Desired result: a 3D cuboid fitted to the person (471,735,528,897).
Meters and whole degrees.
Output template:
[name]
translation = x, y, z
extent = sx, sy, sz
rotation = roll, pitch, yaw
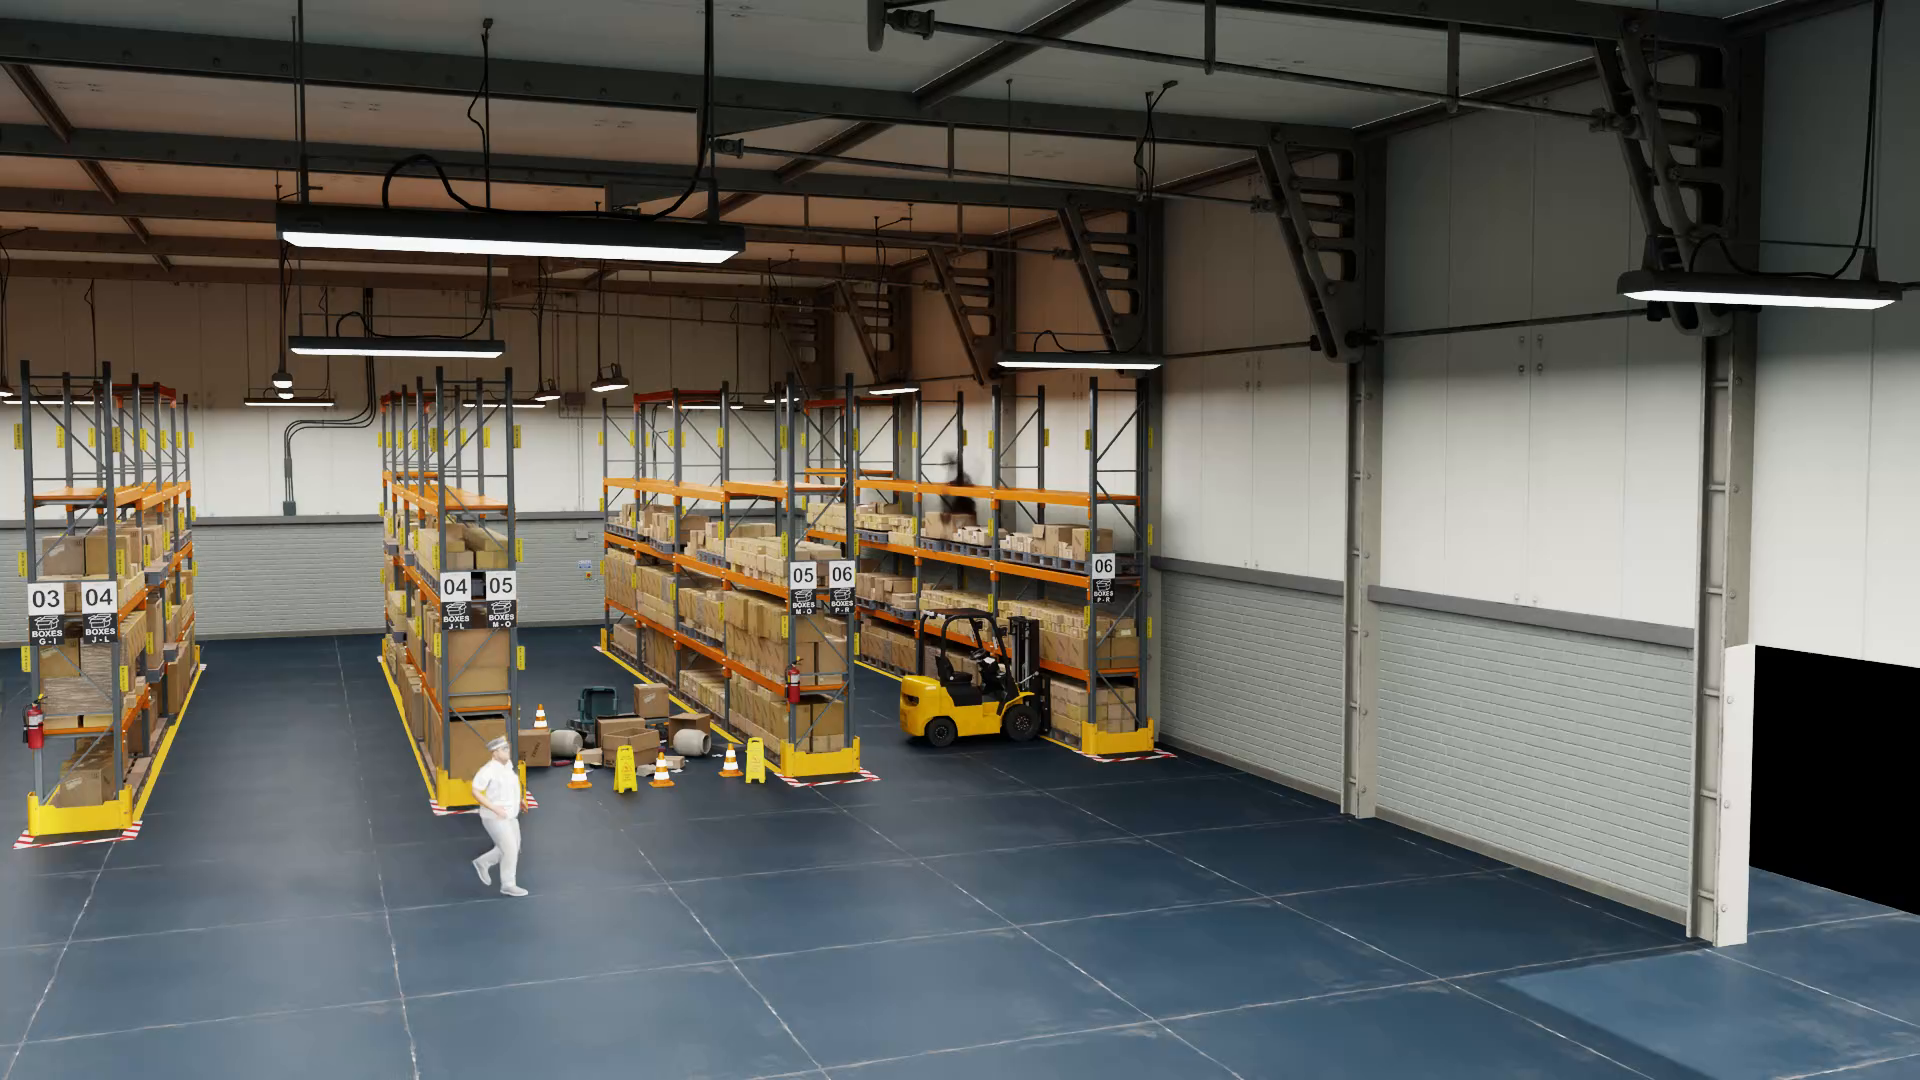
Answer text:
[person]
translation = -5.096, 3.021, 18.296
extent = 0.728, 1.761, 0.674
rotation = 1, 4, 14
